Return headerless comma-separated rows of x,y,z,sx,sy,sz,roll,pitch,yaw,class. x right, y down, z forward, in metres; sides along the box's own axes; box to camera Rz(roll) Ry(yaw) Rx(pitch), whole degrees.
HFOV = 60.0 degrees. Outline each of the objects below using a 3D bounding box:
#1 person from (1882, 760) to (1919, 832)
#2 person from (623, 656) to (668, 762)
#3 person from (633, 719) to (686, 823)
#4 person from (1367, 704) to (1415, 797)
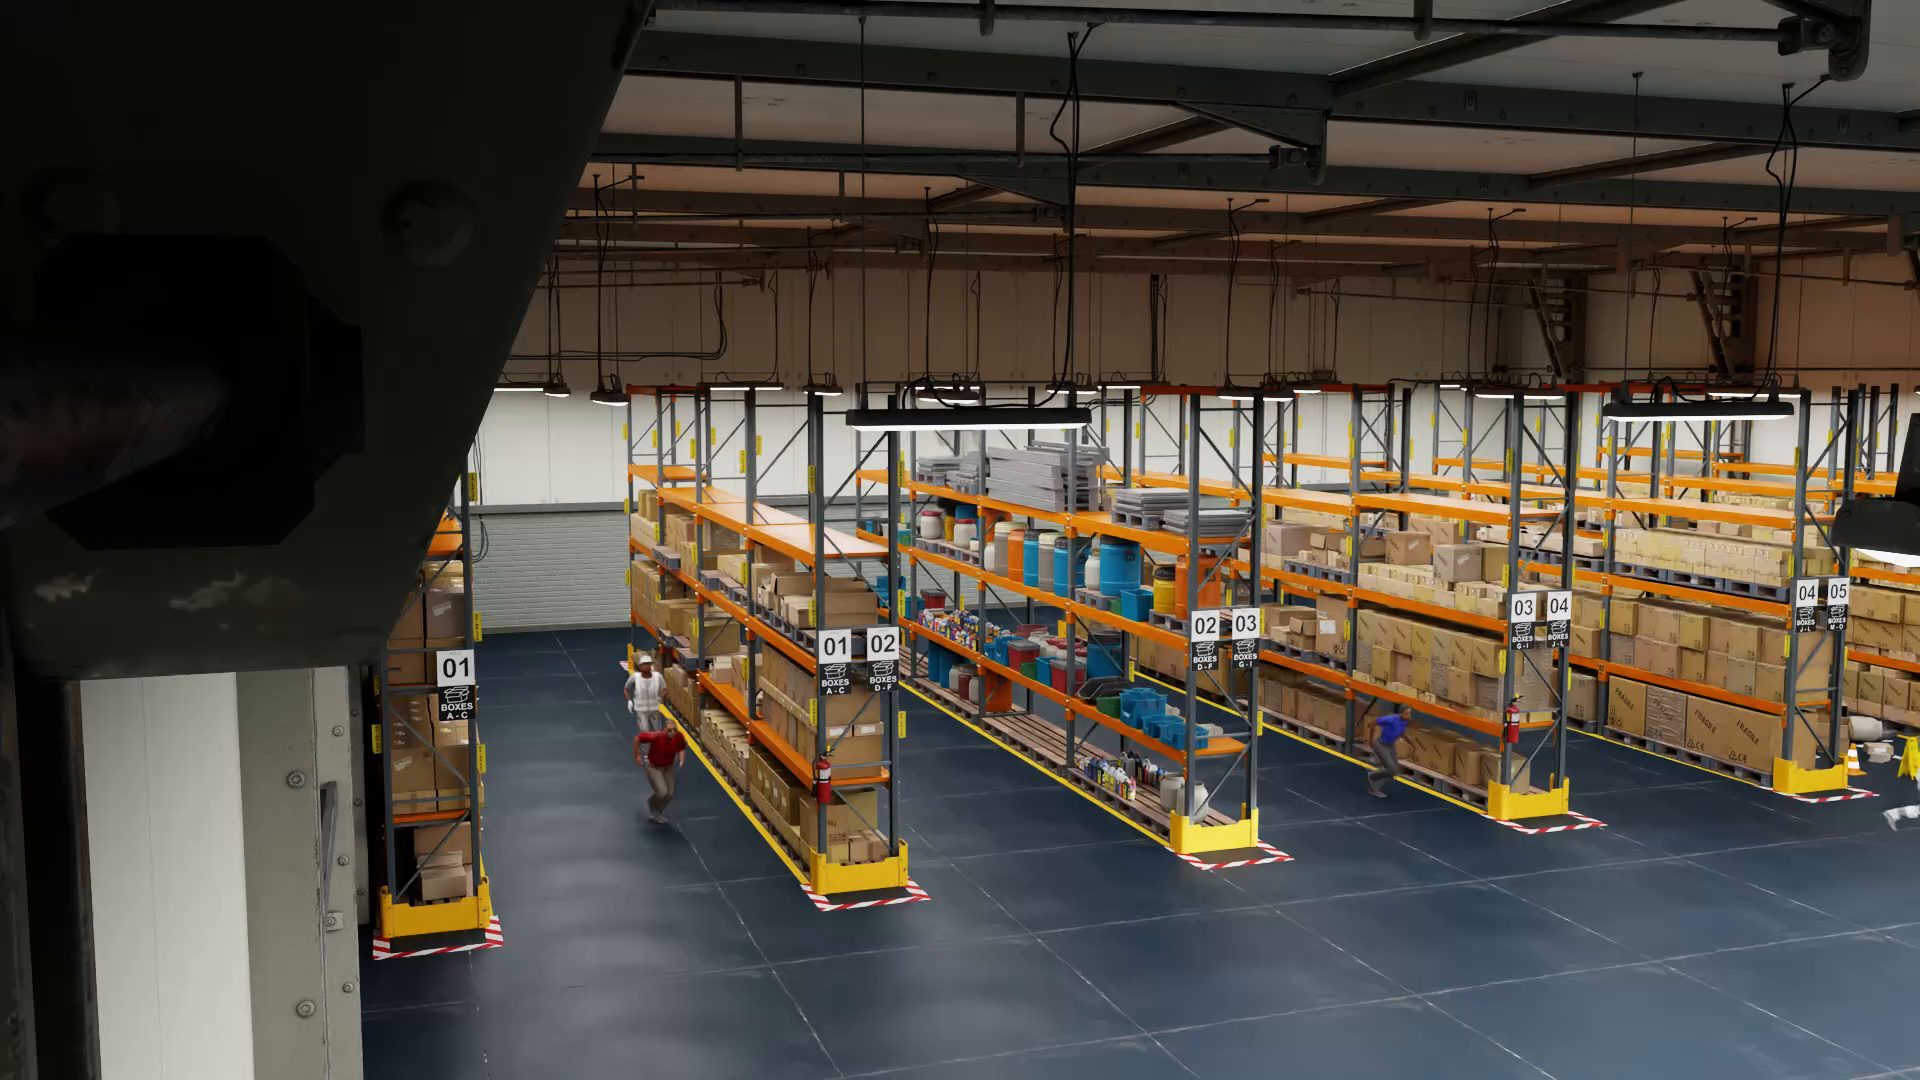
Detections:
12.708,3.221,21.938,0.897,1.732,0.629,3,7,26,person
-5.012,2.712,26.594,0.688,1.754,0.802,-2,6,-21,person
-4.129,3.201,22.927,0.694,1.548,0.882,-4,7,-35,person
6.285,3.095,24.351,0.594,1.467,0.768,-5,7,-37,person
